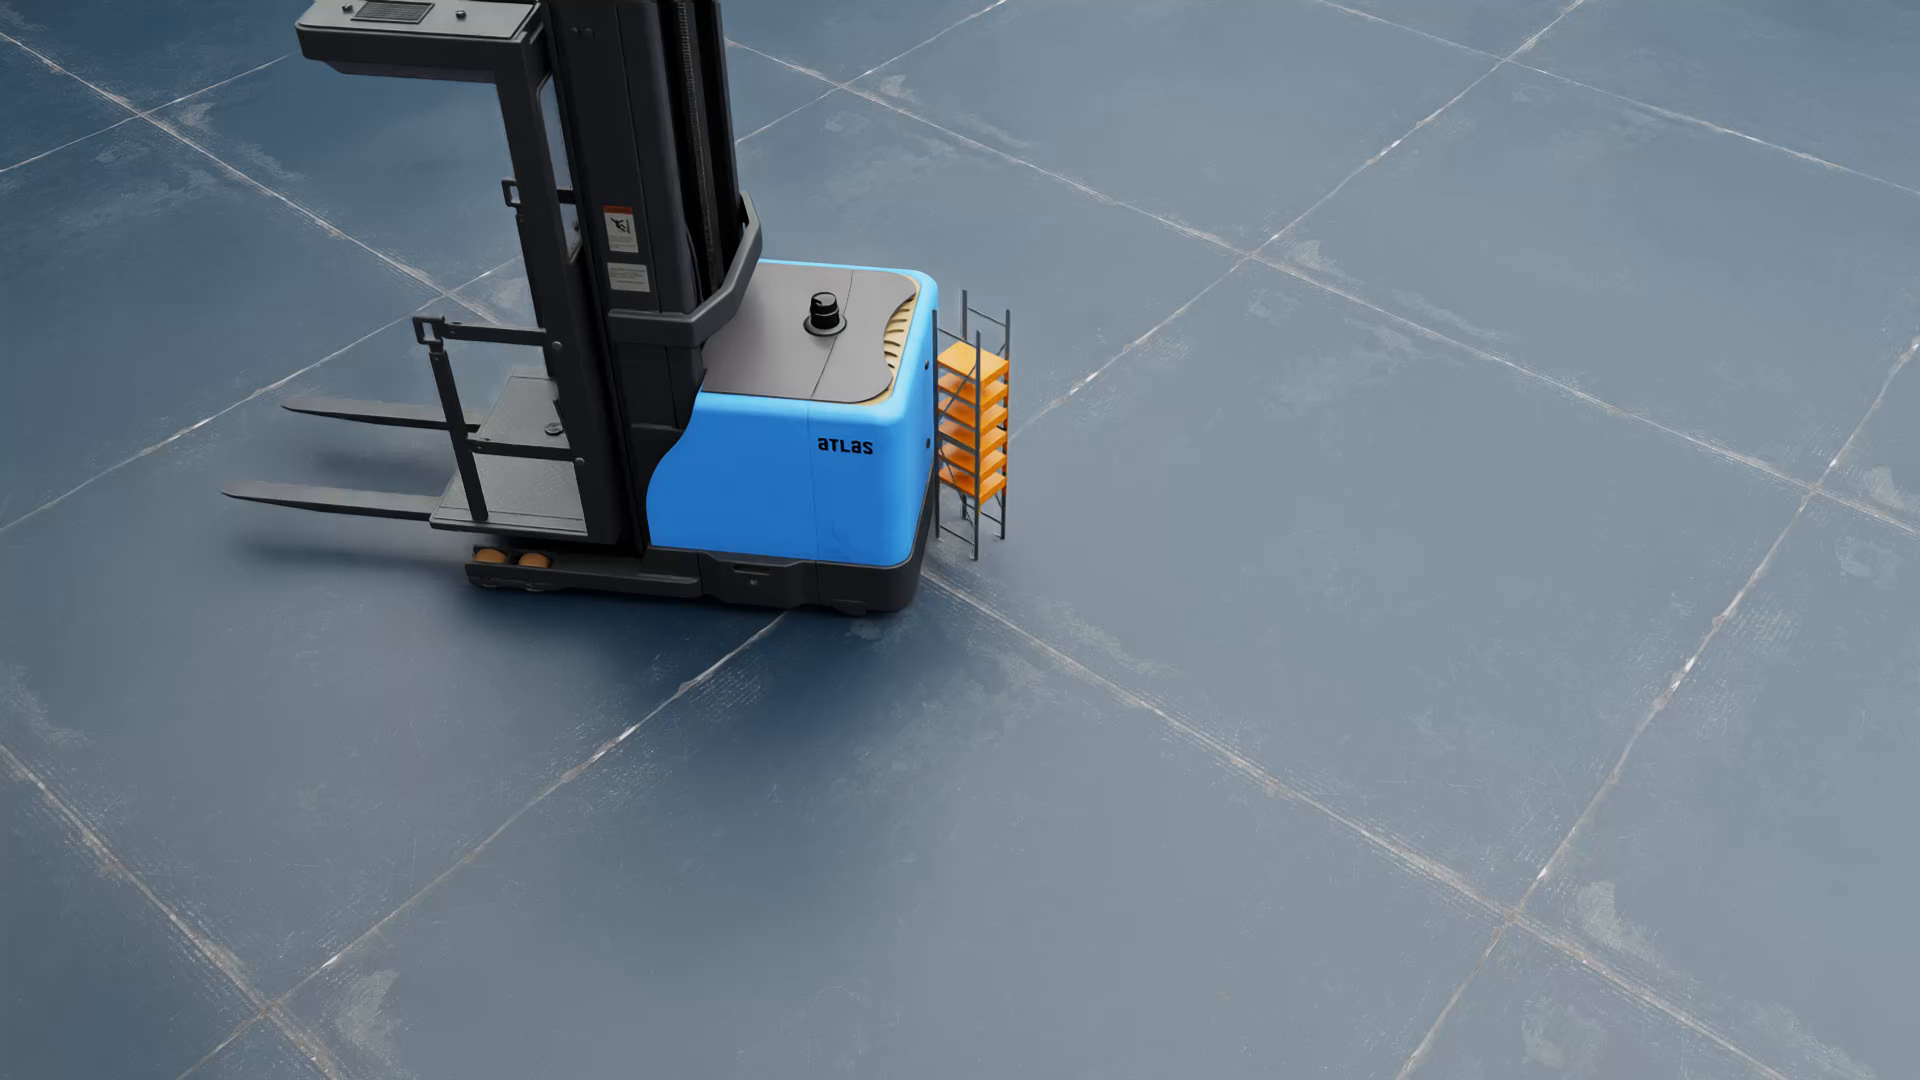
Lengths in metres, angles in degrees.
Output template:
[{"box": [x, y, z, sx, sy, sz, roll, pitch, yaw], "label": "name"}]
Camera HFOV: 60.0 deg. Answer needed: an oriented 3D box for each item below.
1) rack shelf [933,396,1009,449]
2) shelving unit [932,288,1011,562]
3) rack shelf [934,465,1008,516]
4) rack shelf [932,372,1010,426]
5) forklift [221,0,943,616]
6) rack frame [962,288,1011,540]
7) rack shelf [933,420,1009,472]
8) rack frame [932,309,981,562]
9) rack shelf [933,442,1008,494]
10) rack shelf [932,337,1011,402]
[{"box": [0.045, -0.505, 6.801, 0.258, 0.103, 0.180, 29, 50, 28], "label": "rack shelf"}, {"box": [0.045, -0.449, 6.852, 0.258, 1.200, 0.189, 29, 50, 28], "label": "shelving unit"}, {"box": [0.045, -0.238, 7.043, 0.258, 0.103, 0.180, 29, 50, 28], "label": "rack shelf"}, {"box": [0.045, -0.594, 6.720, 0.258, 0.103, 0.180, 29, 50, 28], "label": "rack shelf"}, {"box": [-1.636, -1.213, 6.406, 3.031, 2.935, 1.130, 5, 43, 6], "label": "forklift"}, {"box": [0.103, -0.496, 6.904, 0.240, 1.200, 0.006, 29, 50, 28], "label": "rack frame"}, {"box": [0.045, -0.416, 6.882, 0.258, 0.103, 0.180, 29, 50, 28], "label": "rack shelf"}, {"box": [-0.014, -0.402, 6.800, 0.240, 1.200, 0.006, 29, 50, 28], "label": "rack frame"}, {"box": [0.045, -0.327, 6.962, 0.258, 0.103, 0.180, 29, 50, 28], "label": "rack shelf"}, {"box": [0.045, -0.682, 6.640, 0.258, 0.103, 0.180, 29, 50, 28], "label": "rack shelf"}]
